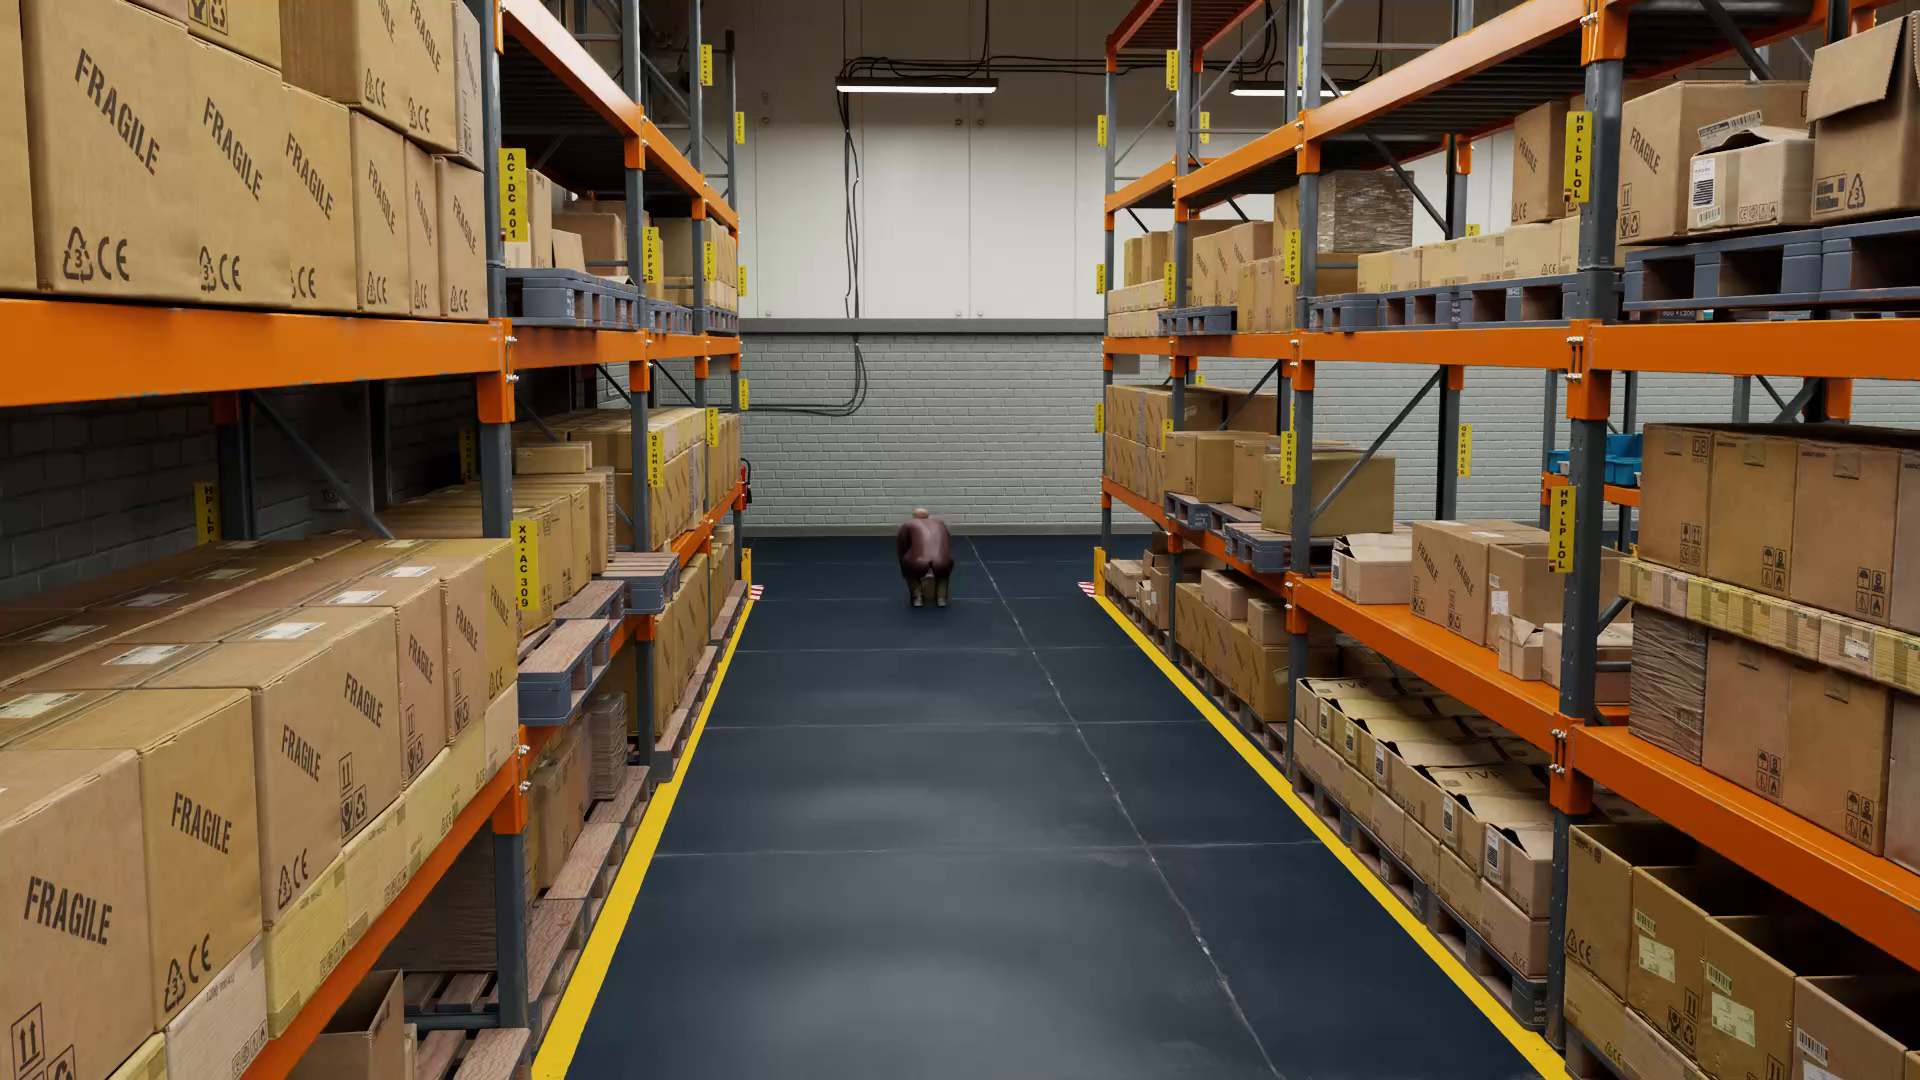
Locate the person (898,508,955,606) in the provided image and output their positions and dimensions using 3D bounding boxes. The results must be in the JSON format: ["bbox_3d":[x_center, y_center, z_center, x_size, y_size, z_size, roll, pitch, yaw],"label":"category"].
[{"bbox_3d":[-0.355,0.196,17.646,0.609,0.960,0.903,0,7,-4],"label":"person"}]
